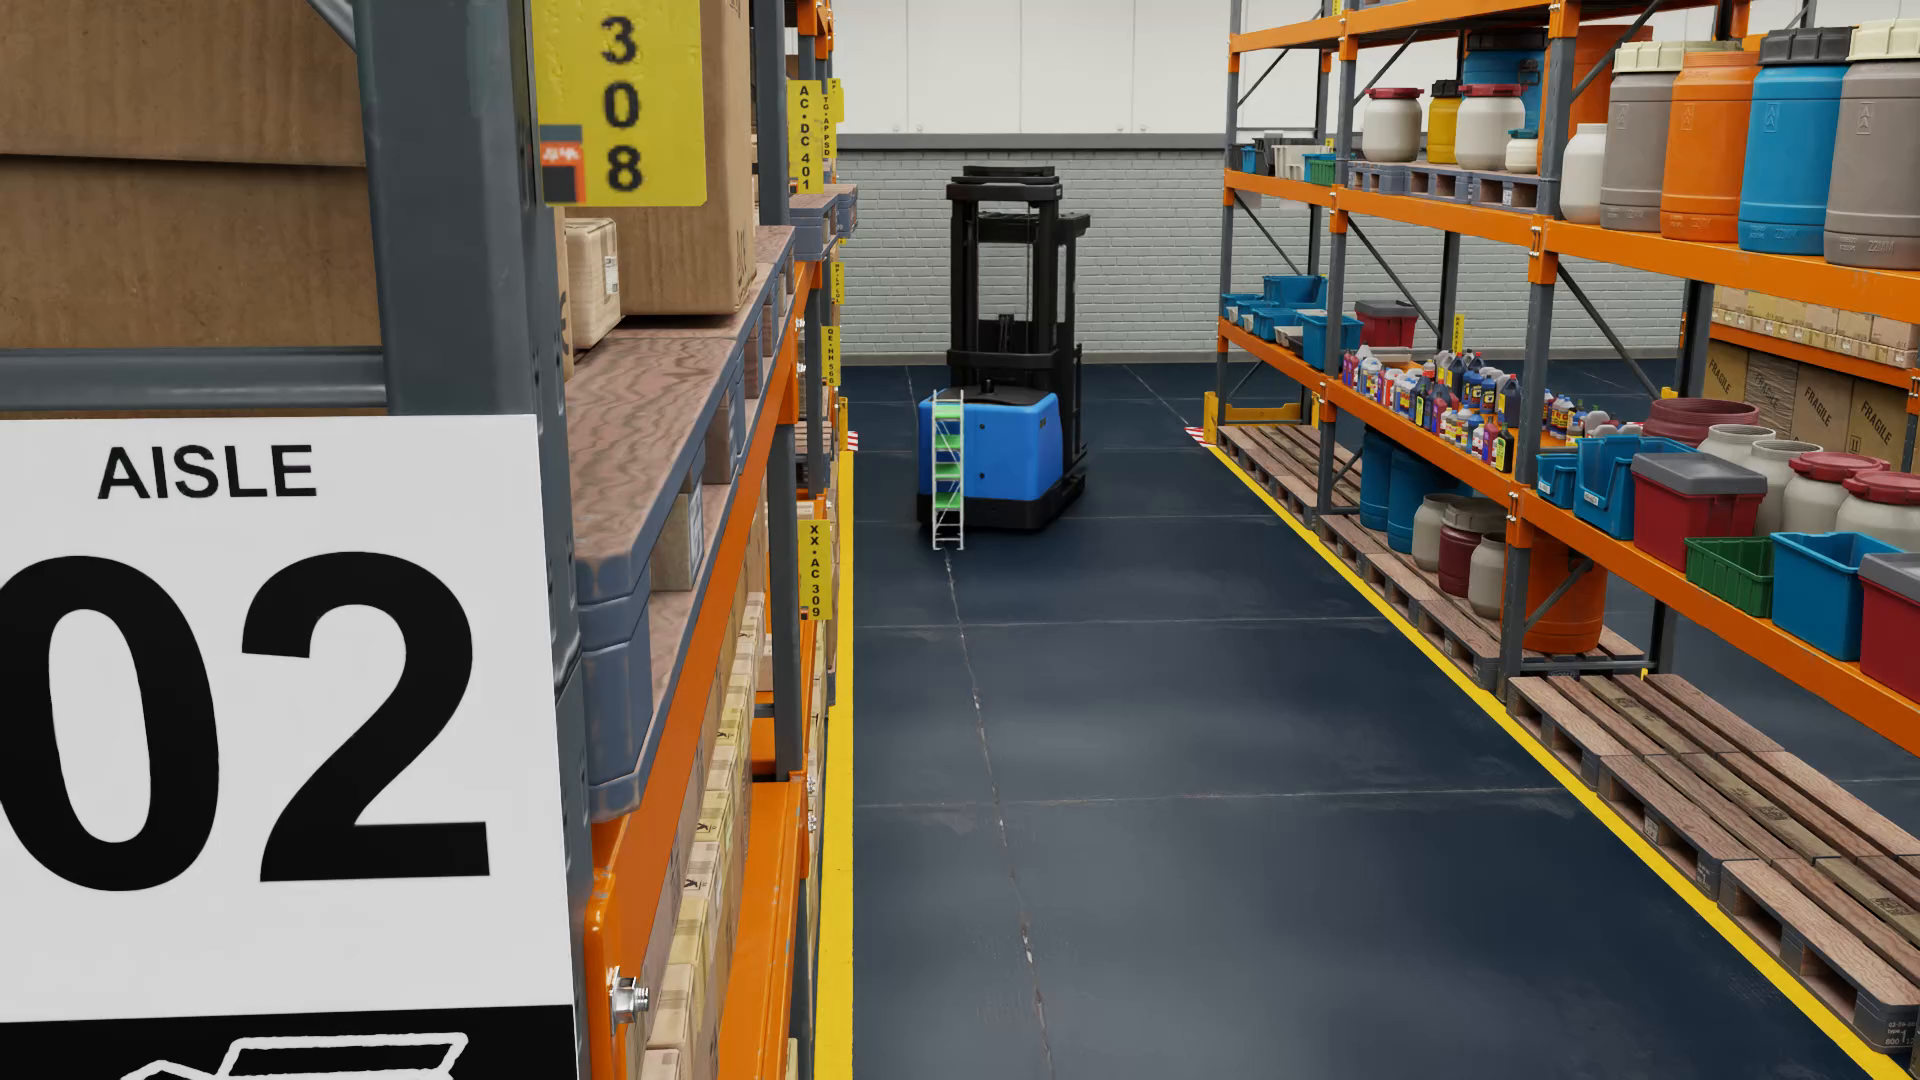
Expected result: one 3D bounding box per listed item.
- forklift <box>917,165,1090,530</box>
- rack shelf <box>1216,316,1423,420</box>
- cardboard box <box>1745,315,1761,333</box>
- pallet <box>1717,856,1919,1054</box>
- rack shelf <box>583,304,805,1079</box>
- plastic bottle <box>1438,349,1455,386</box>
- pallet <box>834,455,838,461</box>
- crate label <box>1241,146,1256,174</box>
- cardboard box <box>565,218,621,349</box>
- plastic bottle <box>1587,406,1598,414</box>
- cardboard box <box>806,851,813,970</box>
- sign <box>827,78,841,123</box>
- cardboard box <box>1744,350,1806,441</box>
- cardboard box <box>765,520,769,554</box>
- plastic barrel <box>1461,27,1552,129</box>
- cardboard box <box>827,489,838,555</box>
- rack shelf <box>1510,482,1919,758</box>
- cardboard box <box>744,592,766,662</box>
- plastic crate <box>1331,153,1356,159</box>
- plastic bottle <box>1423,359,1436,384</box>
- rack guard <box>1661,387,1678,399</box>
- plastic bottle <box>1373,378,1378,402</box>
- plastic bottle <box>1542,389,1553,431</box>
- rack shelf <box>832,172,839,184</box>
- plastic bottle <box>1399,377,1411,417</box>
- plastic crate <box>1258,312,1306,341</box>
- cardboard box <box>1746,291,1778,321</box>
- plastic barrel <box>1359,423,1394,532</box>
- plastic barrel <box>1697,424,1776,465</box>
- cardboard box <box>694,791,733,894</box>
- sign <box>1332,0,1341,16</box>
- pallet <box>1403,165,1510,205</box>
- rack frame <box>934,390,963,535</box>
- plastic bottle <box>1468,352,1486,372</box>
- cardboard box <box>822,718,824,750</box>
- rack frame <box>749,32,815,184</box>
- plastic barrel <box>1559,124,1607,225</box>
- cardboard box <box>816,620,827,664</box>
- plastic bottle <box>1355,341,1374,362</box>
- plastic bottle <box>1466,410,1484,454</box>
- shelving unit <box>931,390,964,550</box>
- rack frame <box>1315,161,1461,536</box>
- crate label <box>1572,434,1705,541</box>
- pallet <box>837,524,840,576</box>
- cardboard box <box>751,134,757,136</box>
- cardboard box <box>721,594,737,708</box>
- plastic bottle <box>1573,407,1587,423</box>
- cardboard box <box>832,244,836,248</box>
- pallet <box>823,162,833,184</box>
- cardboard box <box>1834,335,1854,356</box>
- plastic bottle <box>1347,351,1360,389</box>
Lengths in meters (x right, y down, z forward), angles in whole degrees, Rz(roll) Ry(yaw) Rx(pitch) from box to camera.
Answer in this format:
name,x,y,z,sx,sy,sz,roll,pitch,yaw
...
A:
name,x,y,z,sx,sy,sz,roll,pitch,yaw
forklift,0.521,-1.827,14.744,1.130,2.935,3.031,4,15,15
rack shelf,3.315,-1.653,15.373,1.077,0.370,4.000,-1,14,-3
cardboard box,7.892,-2.104,16.189,0.380,0.149,0.250,-1,14,-5
pallet,3.847,1.642,6.722,1.003,0.211,1.213,-1,14,-3
rack shelf,-0.886,-0.045,3.107,1.077,0.370,4.000,-1,14,-3
plastic bottle,3.678,-1.254,12.479,0.144,0.351,0.185,-1,14,-3
pallet,-1.626,-0.552,15.250,1.003,0.211,1.213,-1,14,-3
crate label,2.925,-3.645,15.950,0.408,0.251,0.502,-1,14,-3
cardboard box,-0.659,-0.341,2.193,0.380,0.149,0.250,-1,14,-3
plastic bottle,3.991,-0.714,10.516,0.061,0.283,0.133,-1,14,-3
cardboard box,-0.787,1.312,5.959,0.500,0.311,0.500,-1,14,-3
sign,-0.952,-3.331,12.606,0.100,0.325,0.005,-1,14,-3
cardboard box,8.310,-1.365,16.233,0.875,0.875,0.875,-1,14,-3
cardboard box,-1.123,0.005,7.992,0.380,0.149,0.250,0,14,1
plastic barrel,3.697,-2.980,11.221,0.600,0.901,0.708,-1,14,-3
cardboard box,-1.136,-0.064,11.891,0.500,0.500,0.500,-1,14,-3
rack shelf,3.810,0.337,7.640,1.077,0.370,4.000,-1,14,-3
cardboard box,-0.779,0.263,4.981,0.380,0.149,0.250,-1,14,-3
plastic crate,3.537,-3.608,15.933,0.450,0.188,0.336,-1,14,-3
plastic bottle,3.662,-1.308,12.988,0.097,0.201,0.097,0,14,0
rack guard,8.133,-1.370,17.849,1.175,0.500,0.348,-1,14,-3
plastic bottle,3.102,-1.118,12.249,0.097,0.201,0.097,0,14,0
plastic bottle,3.931,-0.876,11.168,0.097,0.271,0.097,0,14,0
rack shelf,-1.629,-3.030,14.706,1.077,0.370,4.000,-1,14,-3
plastic bottle,3.139,-1.003,11.663,0.097,0.271,0.097,0,14,0
plastic crate,2.978,-1.978,15.409,0.416,0.233,0.300,-1,14,-3
cardboard box,7.961,-2.268,16.027,0.500,0.250,0.500,-1,14,-5
plastic barrel,3.455,-0.555,13.033,0.600,0.901,0.708,-1,14,-3
plastic barrel,3.963,-0.310,8.488,0.421,0.512,0.421,0,14,0
cardboard box,-0.683,0.645,3.497,0.380,0.149,0.250,0,14,-2
sign,3.739,-5.260,16.558,0.100,0.325,0.005,-1,14,-3
pallet,3.658,-2.389,11.152,1.003,0.211,1.213,-1,14,-3
rack frame,-0.093,-0.625,13.546,0.240,1.200,0.015,0,14,0
plastic bottle,3.833,-1.210,12.309,0.144,0.351,0.185,-1,14,-3
cardboard box,-0.946,0.950,8.489,0.500,0.250,0.500,-1,14,-4
rack frame,-1.258,-3.339,8.443,1.000,3.000,0.127,-1,14,-3
plastic barrel,3.400,-1.934,8.778,0.421,0.512,0.421,0,14,0
cardboard box,-0.980,0.550,8.919,0.500,0.311,0.500,-1,14,-2
plastic bottle,3.139,-1.377,12.958,0.144,0.351,0.185,-1,14,-3
plastic bottle,3.220,-0.675,10.389,0.097,0.271,0.097,0,14,0
shelving unit,-0.095,-0.564,13.310,0.258,1.200,0.503,0,14,0
rack frame,3.439,-1.504,13.350,1.000,3.000,0.127,-1,14,-3
crate label,3.478,-0.275,8.503,0.502,0.435,0.616,-1,14,-3
pallet,-1.417,0.124,12.620,1.003,0.211,1.213,-1,14,-3
cardboard box,-1.173,-1.905,8.348,0.500,0.250,0.500,-2,15,-8
cardboard box,-0.944,0.121,4.233,0.700,0.500,0.500,-1,14,-4
plastic bottle,3.913,-0.702,10.495,0.097,0.271,0.097,0,14,0
cardboard box,-1.286,-2.211,13.891,0.500,0.500,0.500,-1,14,-5
pallet,-1.535,-2.626,12.072,1.213,0.211,1.003,-1,14,-3
cardboard box,7.988,-1.721,14.699,0.380,0.149,0.250,-1,14,-2
plastic bottle,3.044,-1.316,12.856,0.061,0.283,0.133,-1,14,-3
